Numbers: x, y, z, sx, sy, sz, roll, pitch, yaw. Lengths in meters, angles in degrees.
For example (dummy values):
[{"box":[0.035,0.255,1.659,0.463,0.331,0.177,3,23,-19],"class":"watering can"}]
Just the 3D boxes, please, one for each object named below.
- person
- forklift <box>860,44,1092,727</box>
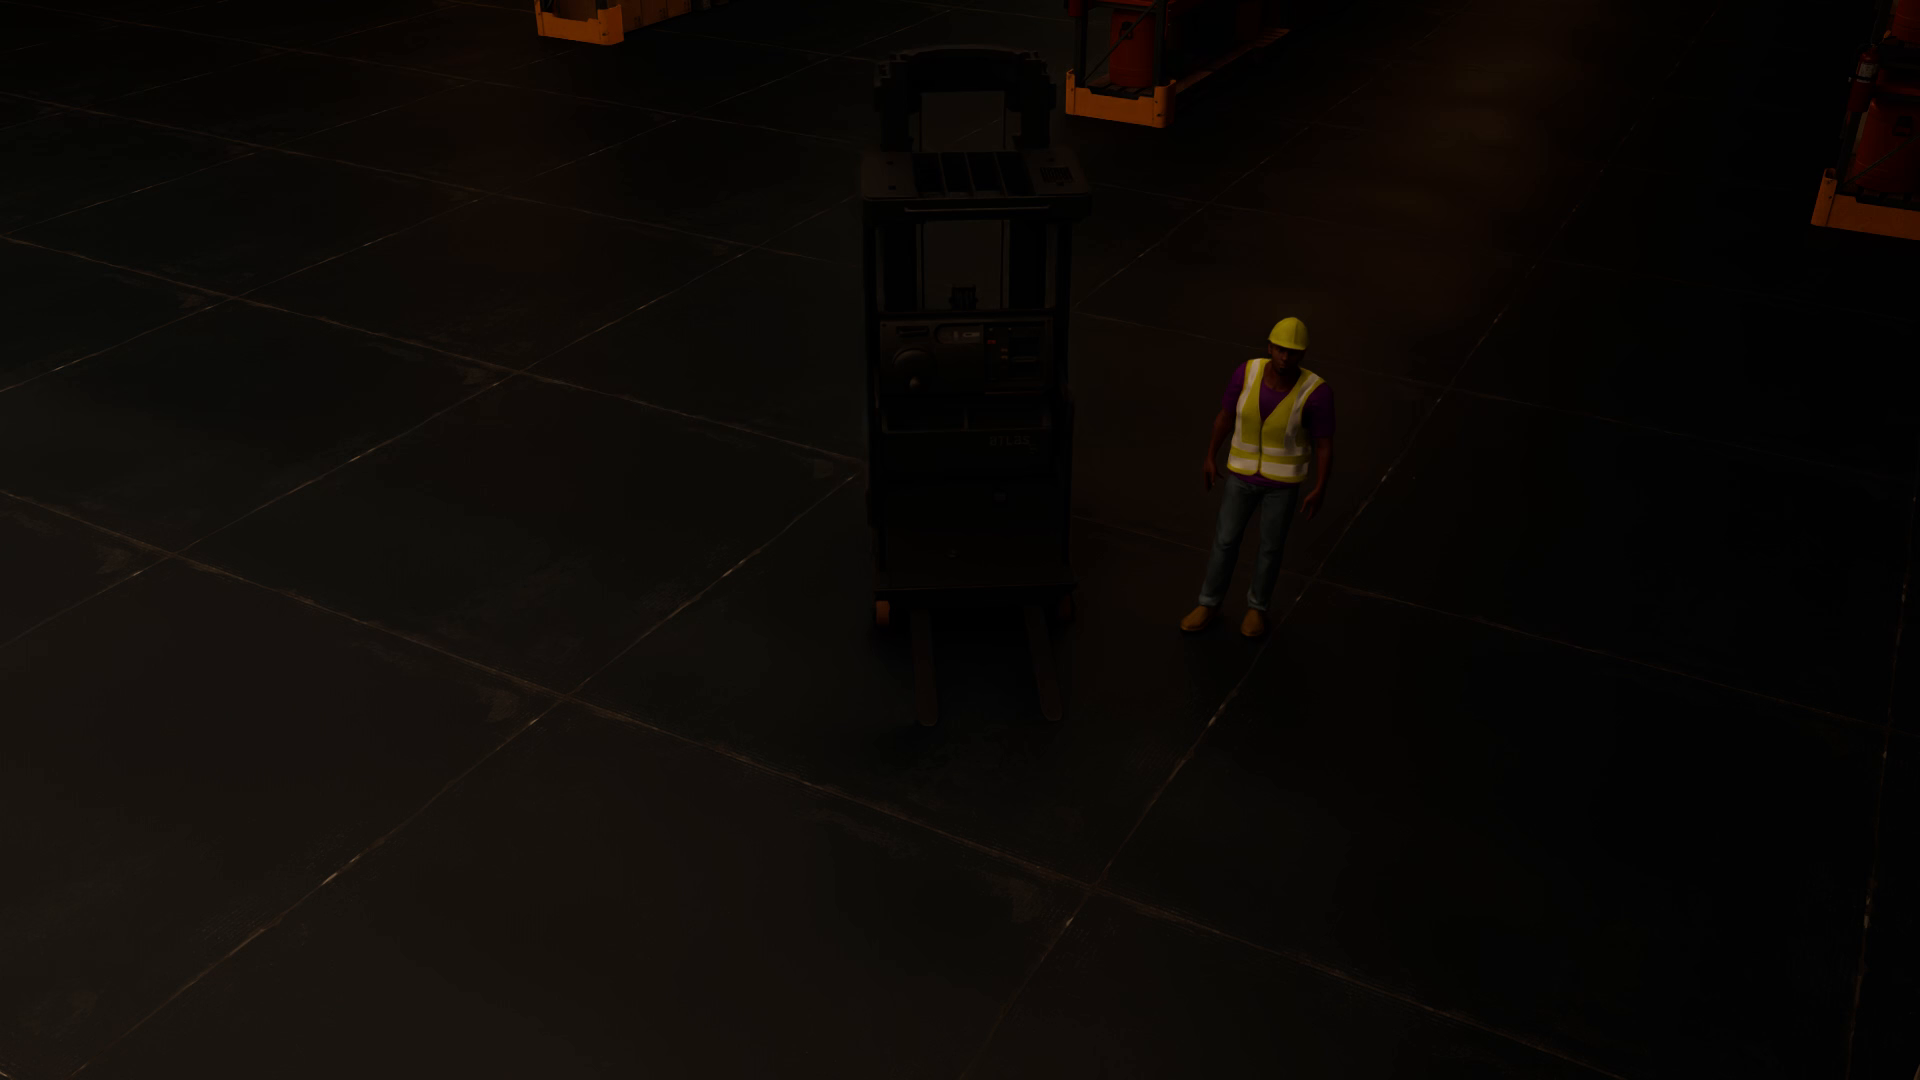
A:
[{"box":[1.587,-0.309,8.762,0.670,1.770,0.561,14,33,23],"class":"person"},{"box":[0.054,-0.947,8.712,1.130,2.935,3.031,-2,30,-3],"class":"forklift"}]
